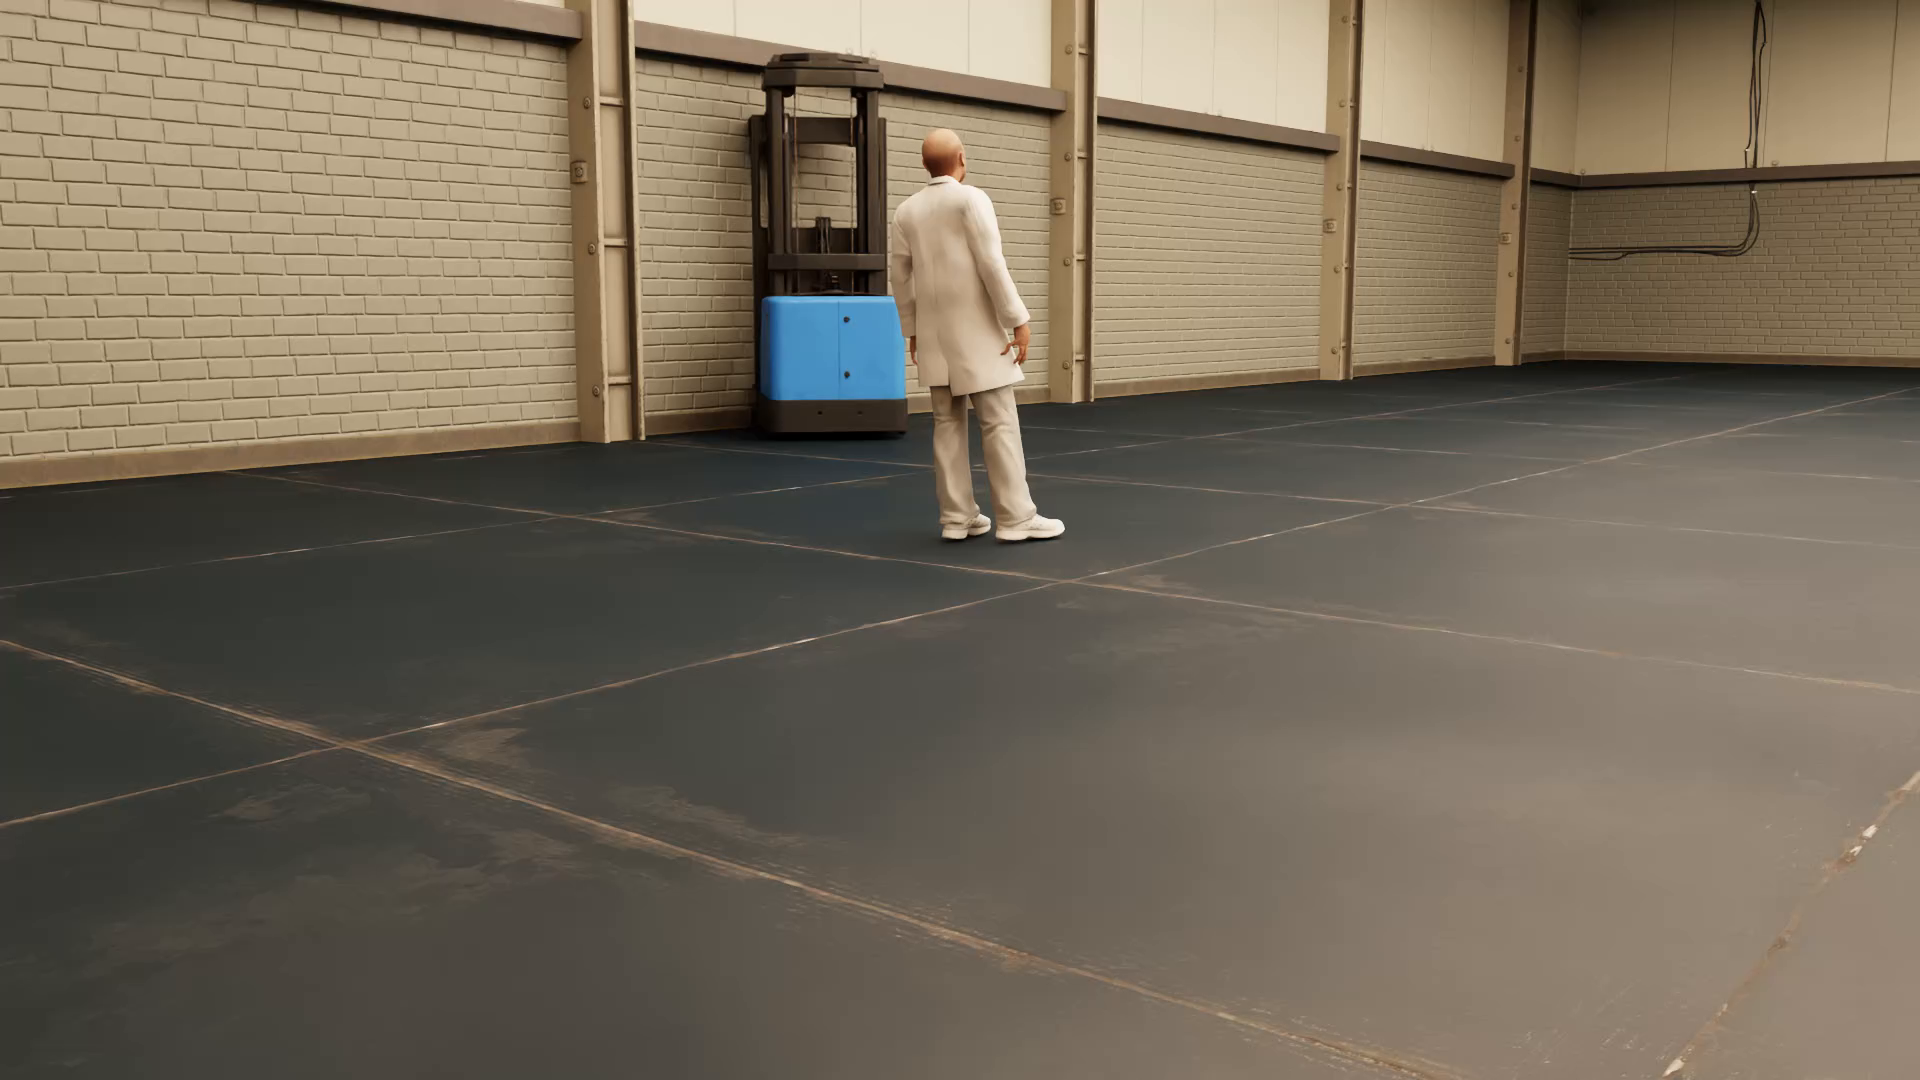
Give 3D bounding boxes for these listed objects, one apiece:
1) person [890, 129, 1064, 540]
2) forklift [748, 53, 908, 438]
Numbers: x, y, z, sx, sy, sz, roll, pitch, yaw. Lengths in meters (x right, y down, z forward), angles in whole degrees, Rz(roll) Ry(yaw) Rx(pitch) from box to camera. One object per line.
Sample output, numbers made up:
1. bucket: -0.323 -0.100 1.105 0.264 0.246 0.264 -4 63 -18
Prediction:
1. person: 0.060 -0.896 7.342 0.696 1.775 0.581 7 11 38
2. forklift: -1.178 -2.401 13.688 1.130 2.935 3.031 -2 8 -11
